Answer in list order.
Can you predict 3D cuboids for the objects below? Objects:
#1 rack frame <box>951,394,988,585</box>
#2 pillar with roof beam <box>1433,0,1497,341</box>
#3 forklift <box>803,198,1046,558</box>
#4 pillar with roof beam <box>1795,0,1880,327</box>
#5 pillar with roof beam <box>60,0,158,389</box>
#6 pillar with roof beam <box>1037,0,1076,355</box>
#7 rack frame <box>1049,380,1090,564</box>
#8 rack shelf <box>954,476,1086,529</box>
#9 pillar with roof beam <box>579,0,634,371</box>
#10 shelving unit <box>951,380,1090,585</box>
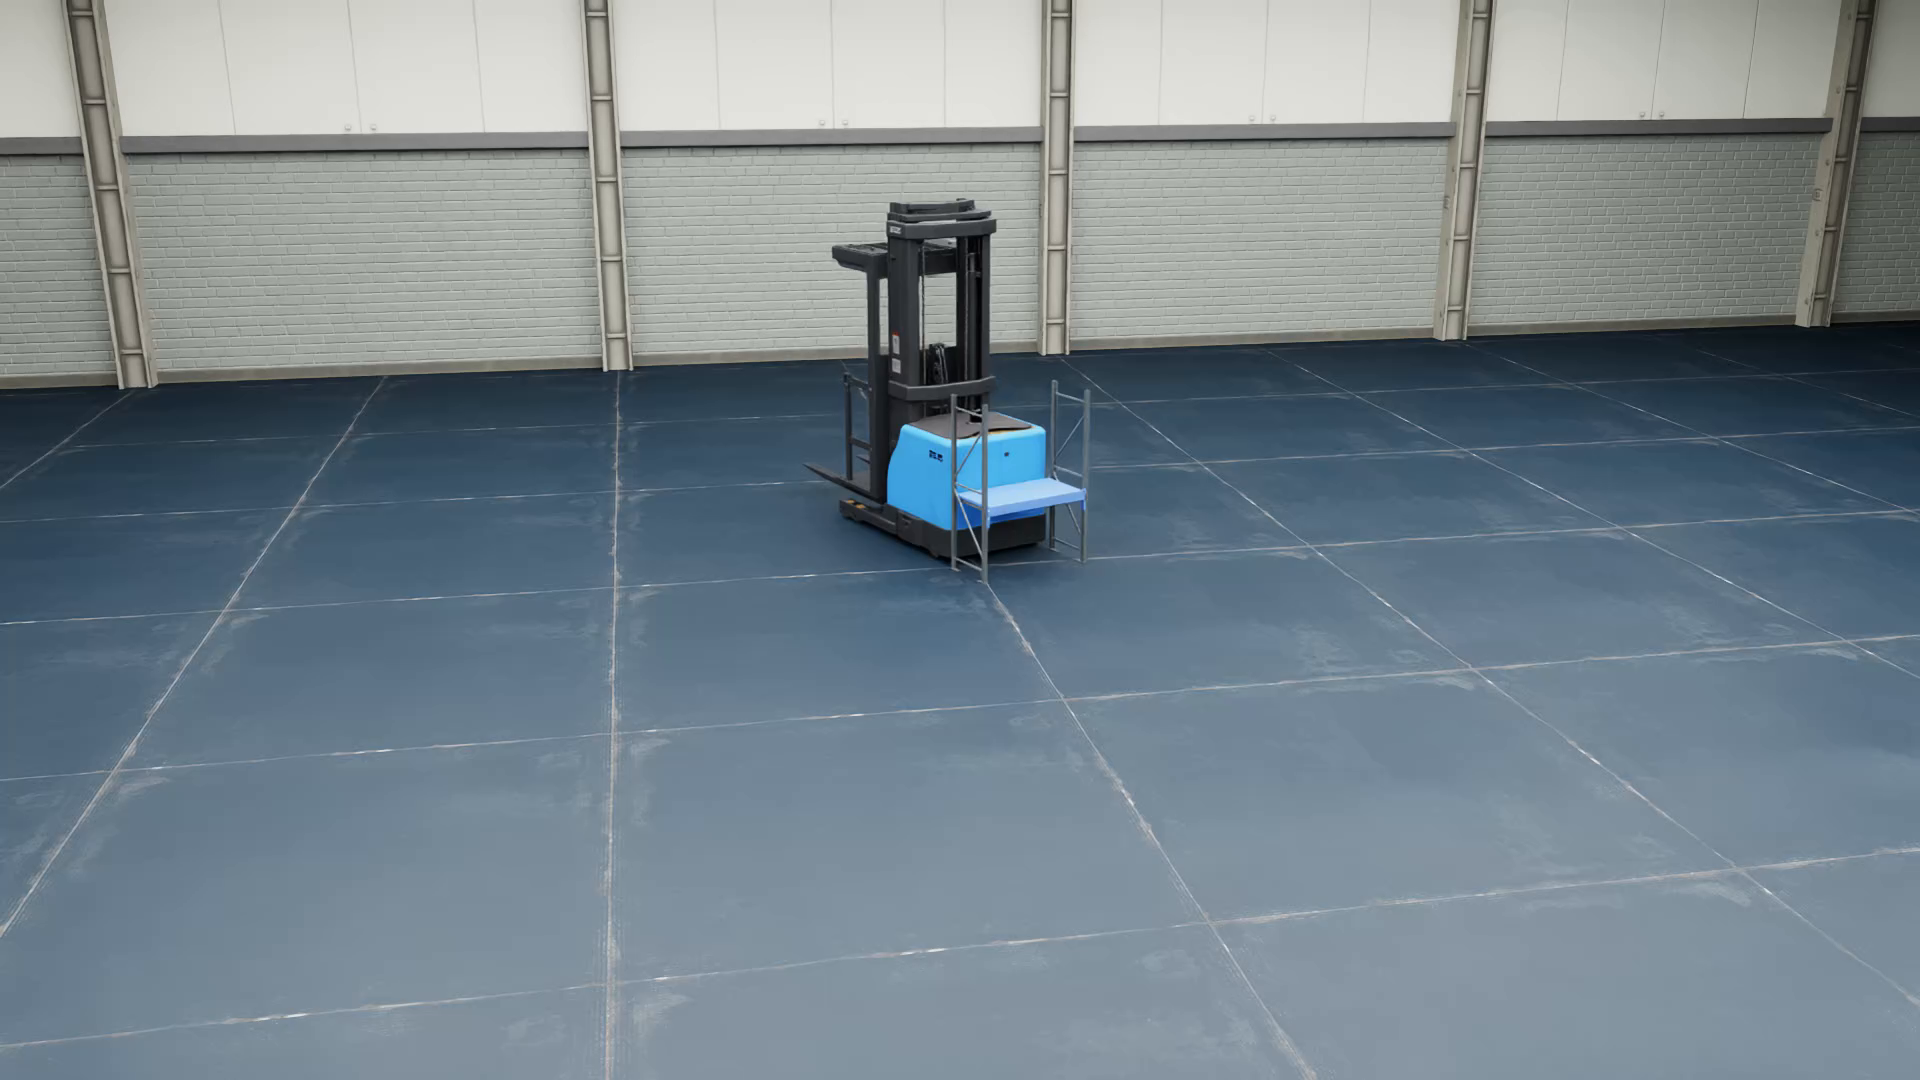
[{"bbox_3d":[0.075,-0.414,13.604,0.032,1.500,0.500,-11,20,-31],"label":"rack frame"},{"bbox_3d":[8.017,-6.029,19.113,0.400,9.000,9.100,-3,17,-10],"label":"pillar with roof beam"},{"bbox_3d":[-0.462,-1.627,15.117,1.130,2.935,3.031,-11,20,-31],"label":"forklift"},{"bbox_3d":[13.909,-6.363,20.201,0.400,9.000,9.100,-3,17,-10],"label":"pillar with roof beam"},{"bbox_3d":[-9.656,-5.026,15.849,0.400,9.000,9.100,-3,17,-10],"label":"pillar with roof beam"},{"bbox_3d":[2.126,-5.694,18.025,0.400,9.000,9.100,-3,17,-10],"label":"pillar with roof beam"},{"bbox_3d":[0.926,-0.577,14.135,0.032,1.500,0.500,-11,20,-31],"label":"rack frame"},{"bbox_3d":[0.500,-0.323,13.923,1.000,0.185,0.538,-11,20,-31],"label":"rack shelf"},{"bbox_3d":[-3.765,-5.360,16.937,0.400,9.000,9.100,-3,17,-10],"label":"pillar with roof beam"},{"bbox_3d":[0.500,-0.495,13.870,1.048,1.500,0.538,-11,20,-31],"label":"shelving unit"}]
